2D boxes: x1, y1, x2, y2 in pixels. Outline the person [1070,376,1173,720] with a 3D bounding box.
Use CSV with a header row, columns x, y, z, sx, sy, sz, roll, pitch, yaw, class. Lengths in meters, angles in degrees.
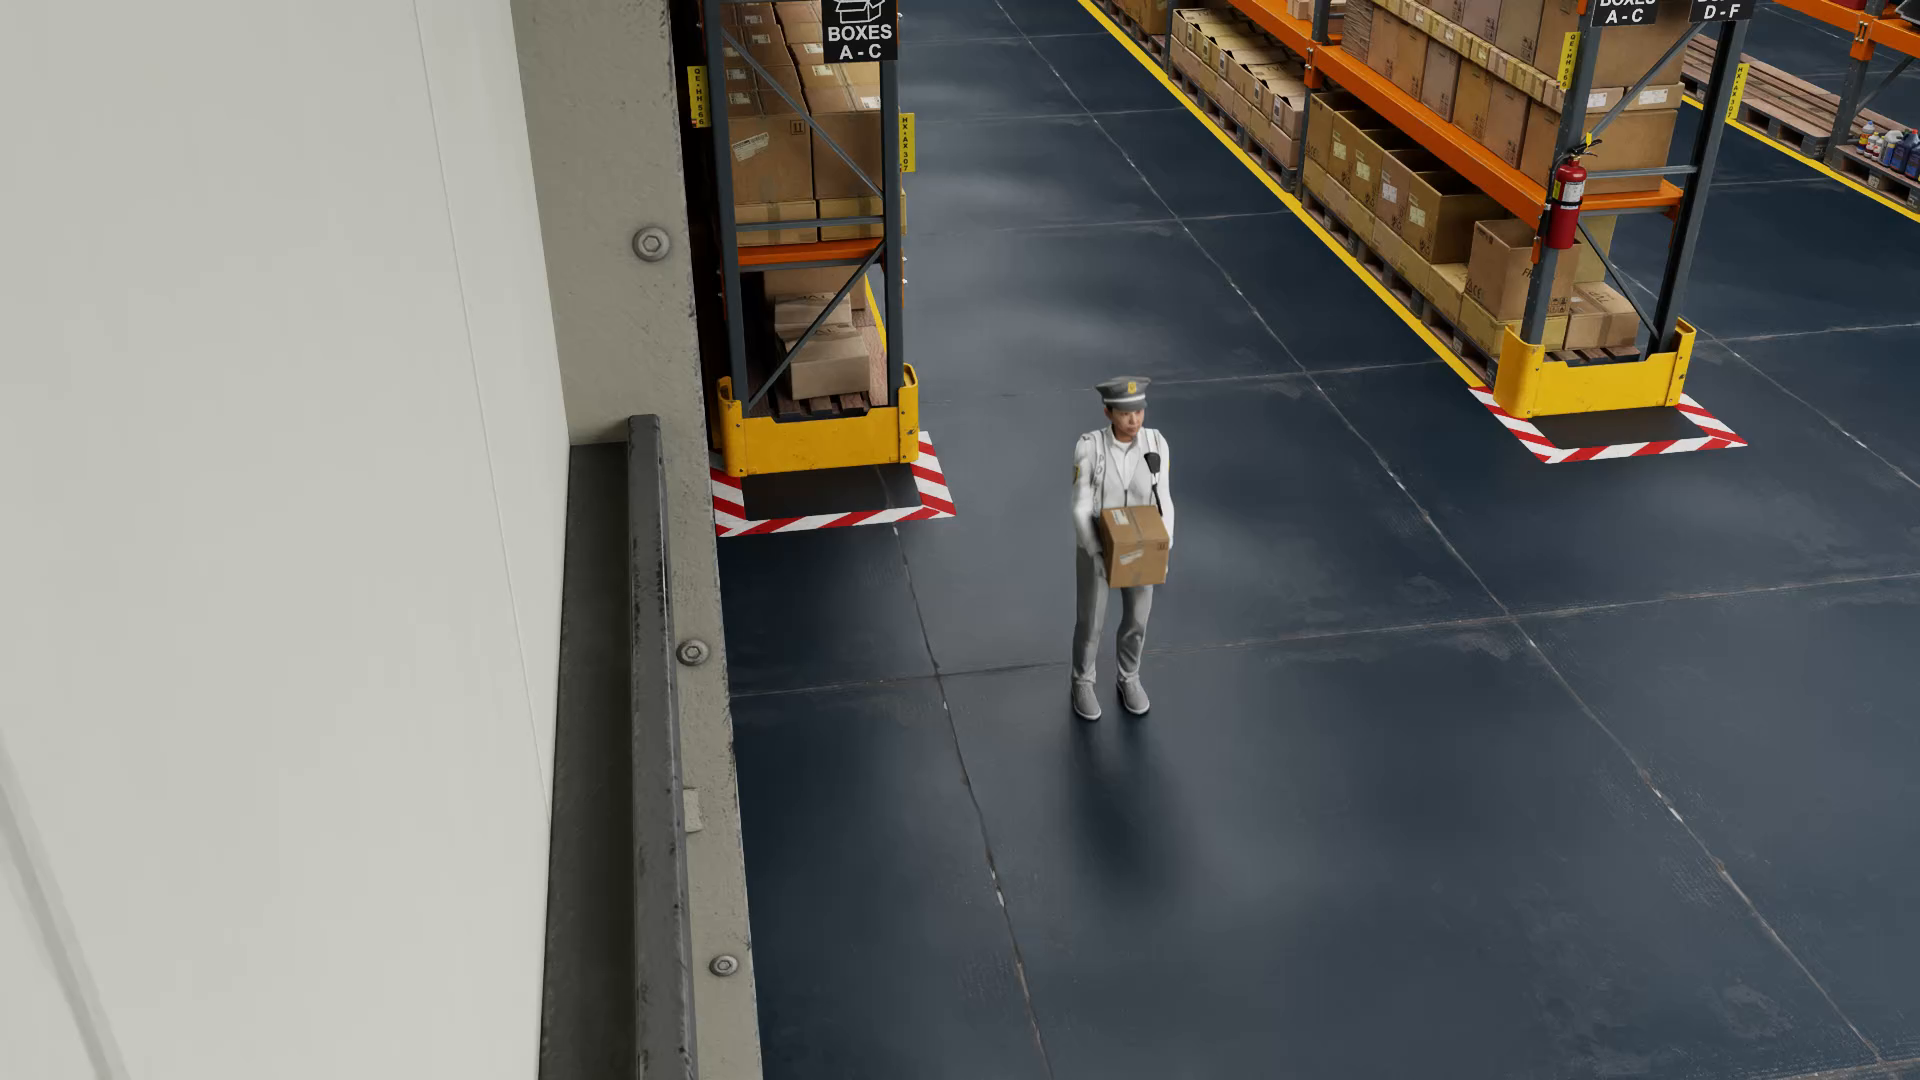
x,y,z,sx,sy,sz,roll,pitch,yaw,class
0.720,0.070,7.494,0.459,1.686,0.556,-5,31,-8,person
